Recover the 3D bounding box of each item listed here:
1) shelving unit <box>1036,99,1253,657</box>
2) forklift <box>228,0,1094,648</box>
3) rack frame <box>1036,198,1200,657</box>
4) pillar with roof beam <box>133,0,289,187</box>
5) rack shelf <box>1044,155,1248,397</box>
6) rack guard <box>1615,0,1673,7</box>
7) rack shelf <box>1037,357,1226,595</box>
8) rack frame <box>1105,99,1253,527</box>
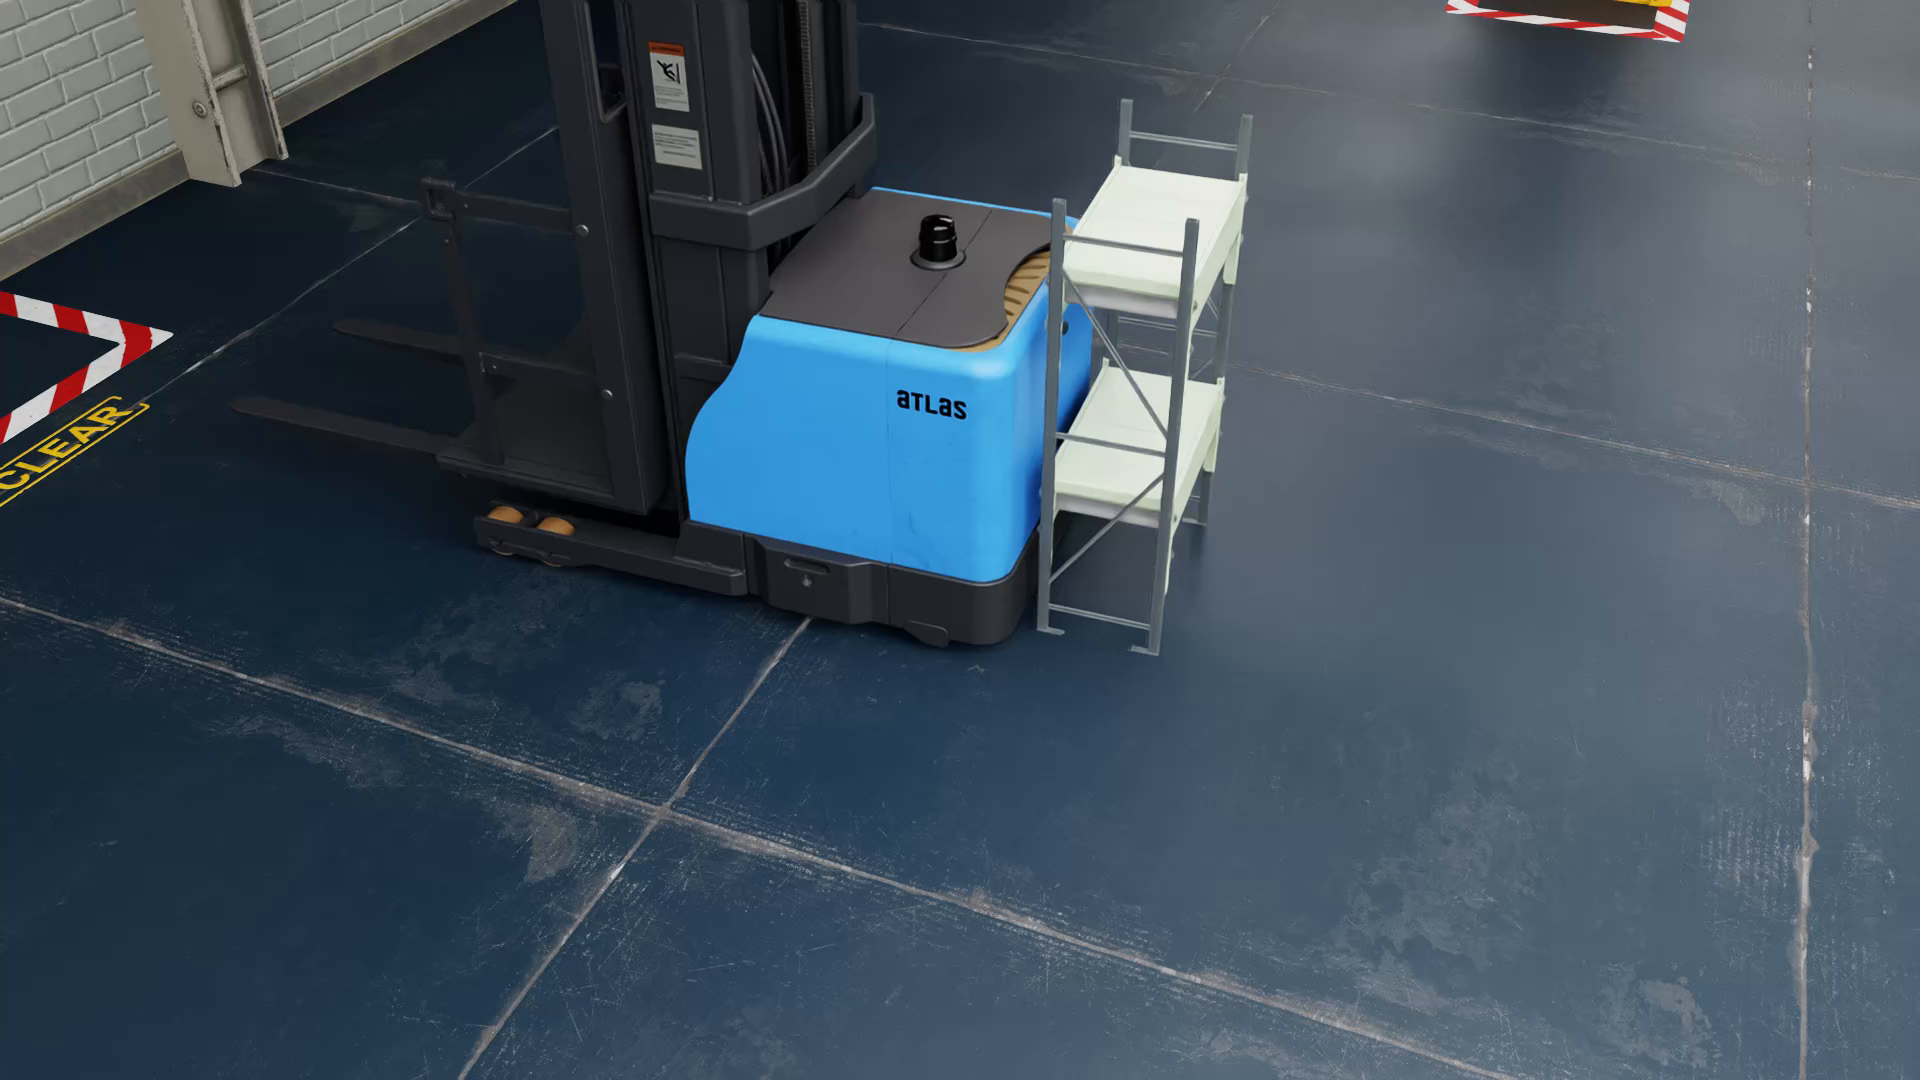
[{"bbox_3d":[0.558,-0.483,5.143,0.431,1.500,0.755,12,38,15],"label":"shelving unit"},{"bbox_3d":[-1.119,-1.368,5.132,3.031,2.935,1.130,12,38,15],"label":"forklift"},{"bbox_3d":[0.439,-0.275,4.866,0.400,1.500,0.023,12,38,15],"label":"rack frame"},{"bbox_3d":[0.411,-4.471,4.215,9.100,9.000,0.400,14,39,18],"label":"pillar with roof beam"},{"bbox_3d":[0.558,-0.795,4.909,0.431,0.370,0.720,12,38,15],"label":"rack shelf"},{"bbox_3d":[3.820,-3.645,10.209,1.175,0.500,0.348,14,39,18],"label":"rack guard"},{"bbox_3d":[0.558,-0.222,5.338,0.431,0.370,0.720,12,38,15],"label":"rack shelf"},{"bbox_3d":[0.676,-0.690,5.420,0.400,1.500,0.023,12,38,15],"label":"rack frame"}]
